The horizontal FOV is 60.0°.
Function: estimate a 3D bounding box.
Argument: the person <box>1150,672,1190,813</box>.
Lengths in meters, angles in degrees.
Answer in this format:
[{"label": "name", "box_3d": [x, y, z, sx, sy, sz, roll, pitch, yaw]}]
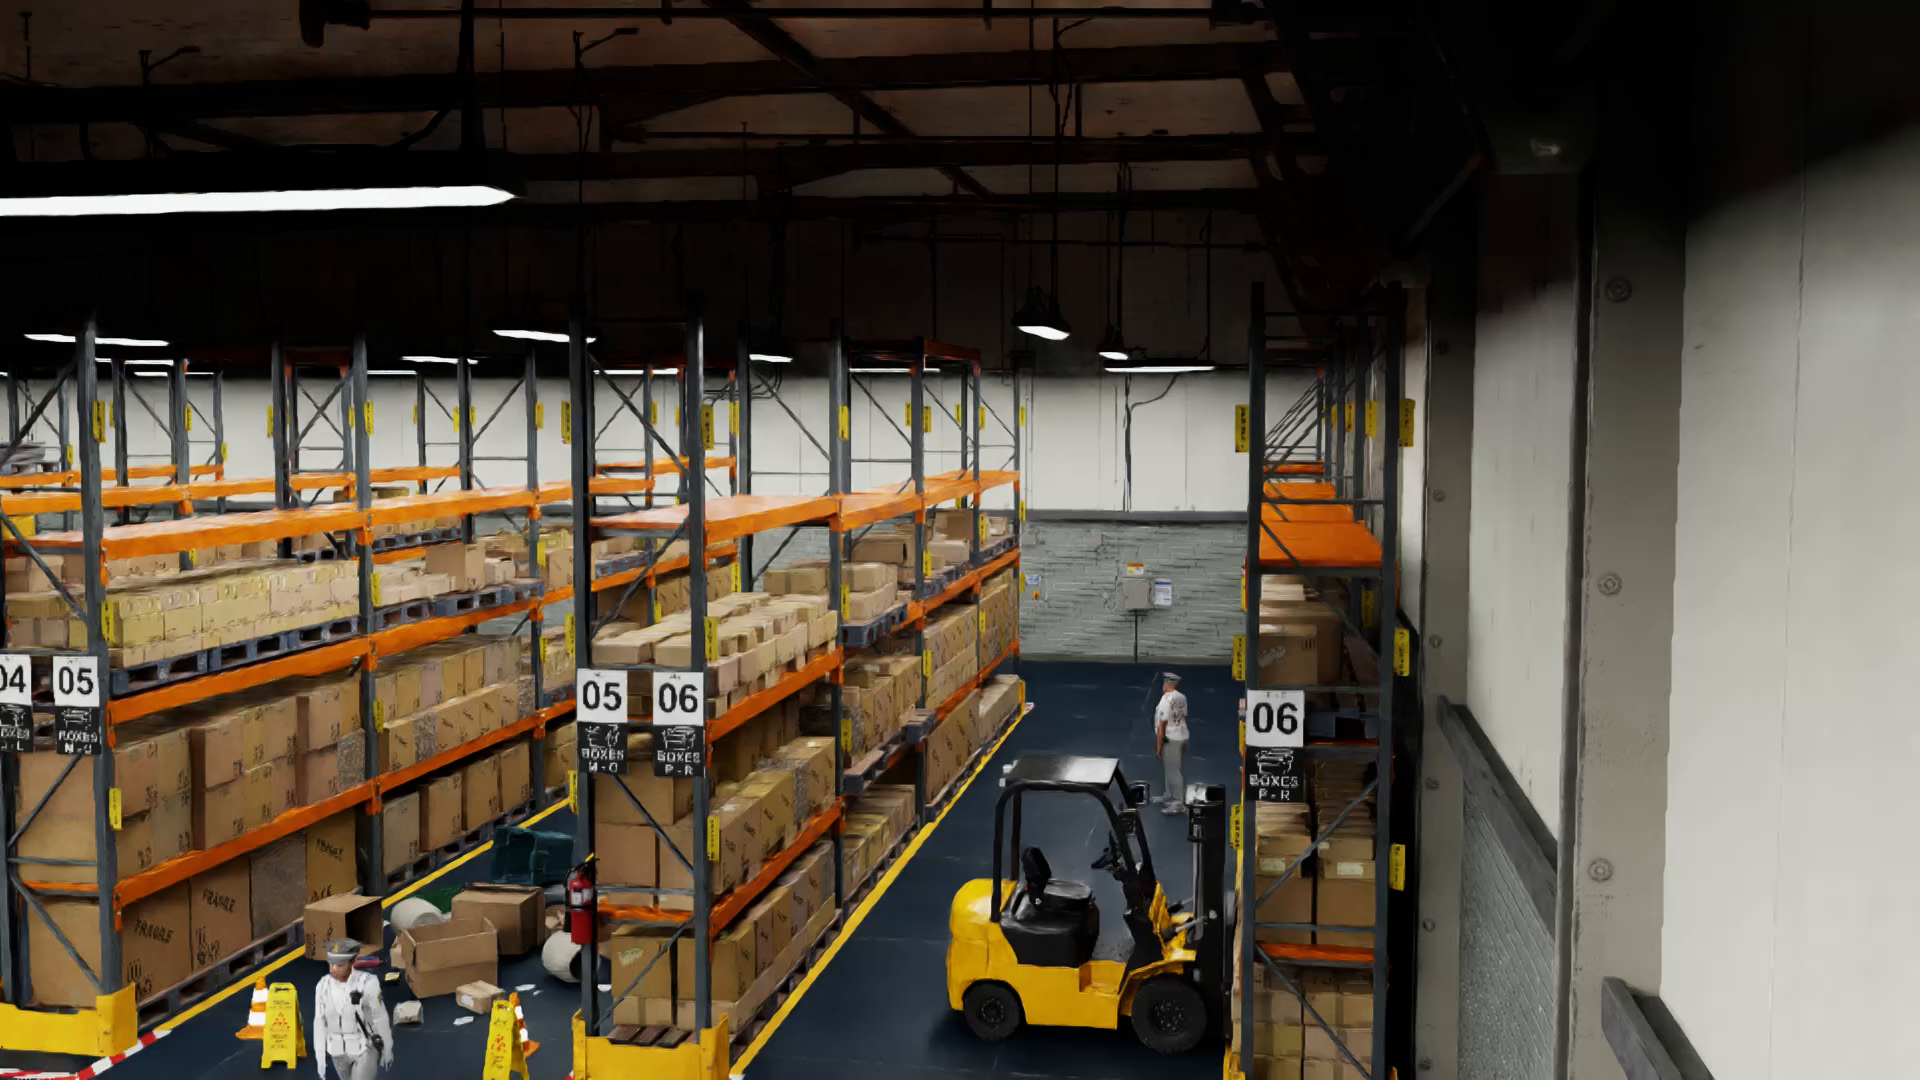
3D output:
[{"label": "person", "box_3d": [2.674, 2.571, 21.290, 0.591, 1.736, 0.668, 3, 5, 31]}]

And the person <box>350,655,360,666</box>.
[{"label": "person", "box_3d": [-8.624, 2.428, 24.045, 0.481, 1.583, 1.093, 1, 5, 8]}]

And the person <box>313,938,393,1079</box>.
[{"label": "person", "box_3d": [-4.128, 3.445, 11.214, 0.499, 1.587, 1.073, 1, 5, 9]}]
